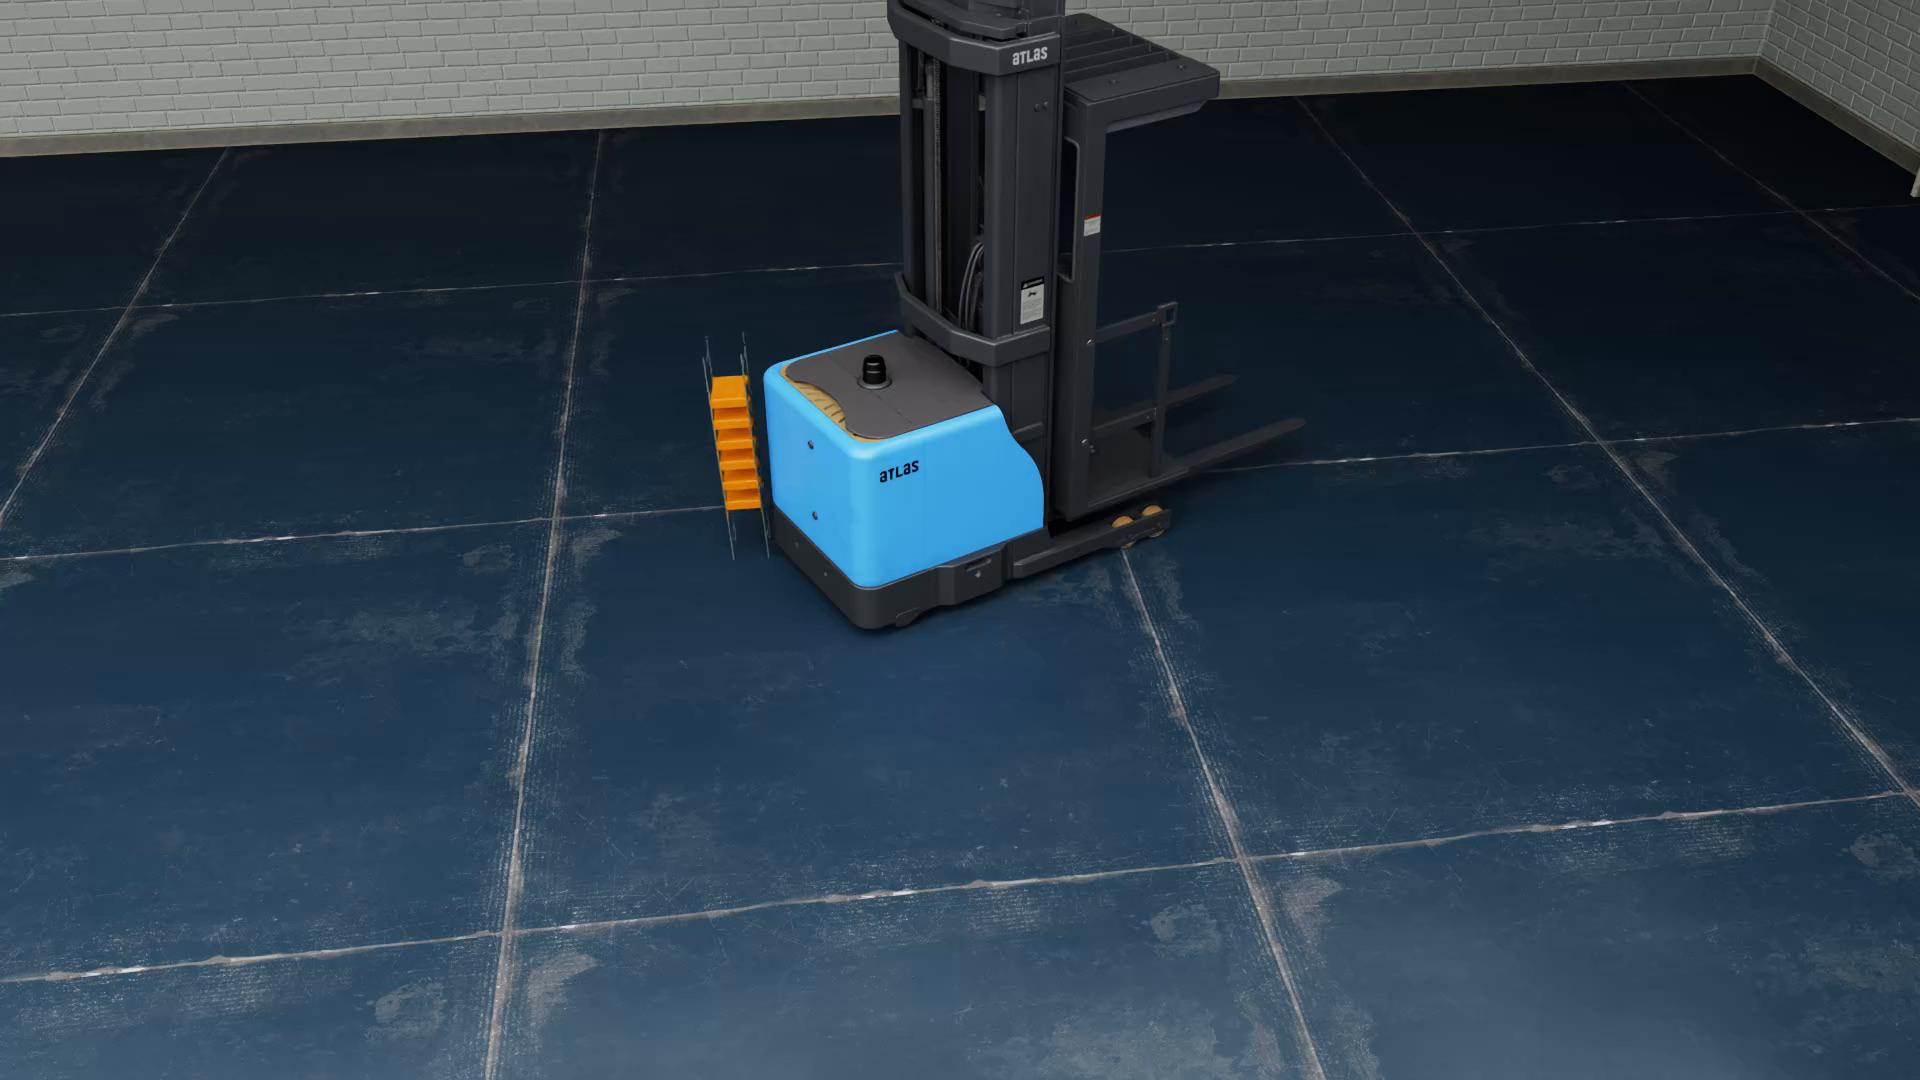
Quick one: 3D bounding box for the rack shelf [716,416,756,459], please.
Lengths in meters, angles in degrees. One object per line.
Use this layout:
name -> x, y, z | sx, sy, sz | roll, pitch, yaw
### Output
rack shelf -> -1.135, -0.524, 8.440 | 0.180, 0.103, 0.258 | -4, 34, -1

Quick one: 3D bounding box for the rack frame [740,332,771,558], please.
rack frame -> -1.040, -0.468, 8.485 | 0.006, 1.200, 0.240 | -4, 34, -1

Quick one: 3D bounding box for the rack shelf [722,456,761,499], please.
rack shelf -> -1.123, -0.326, 8.576 | 0.180, 0.103, 0.258 | -4, 34, -1

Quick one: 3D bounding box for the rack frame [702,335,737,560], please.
rack frame -> -1.222, -0.455, 8.481 | 0.006, 1.200, 0.240 | -4, 34, -1

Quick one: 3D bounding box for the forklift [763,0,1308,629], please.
forklift -> 0.529, -1.400, 8.331 | 3.031, 2.935, 1.130 | -20, 39, -26

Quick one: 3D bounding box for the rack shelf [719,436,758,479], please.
rack shelf -> -1.129, -0.425, 8.508 | 0.180, 0.103, 0.258 | -4, 34, -1

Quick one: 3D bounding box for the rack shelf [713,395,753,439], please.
rack shelf -> -1.141, -0.623, 8.373 | 0.180, 0.103, 0.258 | -4, 34, -1

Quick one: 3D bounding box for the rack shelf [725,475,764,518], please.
rack shelf -> -1.117, -0.227, 8.644 | 0.180, 0.103, 0.258 | -4, 34, -1

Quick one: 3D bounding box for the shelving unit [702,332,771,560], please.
shelving unit -> -1.131, -0.461, 8.483 | 0.189, 1.200, 0.258 | -4, 34, -1

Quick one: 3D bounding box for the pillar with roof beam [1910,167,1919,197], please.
pillar with roof beam -> 3.213, -5.953, 9.623 | 9.100, 9.000, 0.400 | -4, 35, -6

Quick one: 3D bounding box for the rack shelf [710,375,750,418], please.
rack shelf -> -1.146, -0.721, 8.305 | 0.180, 0.103, 0.258 | -4, 34, -1
